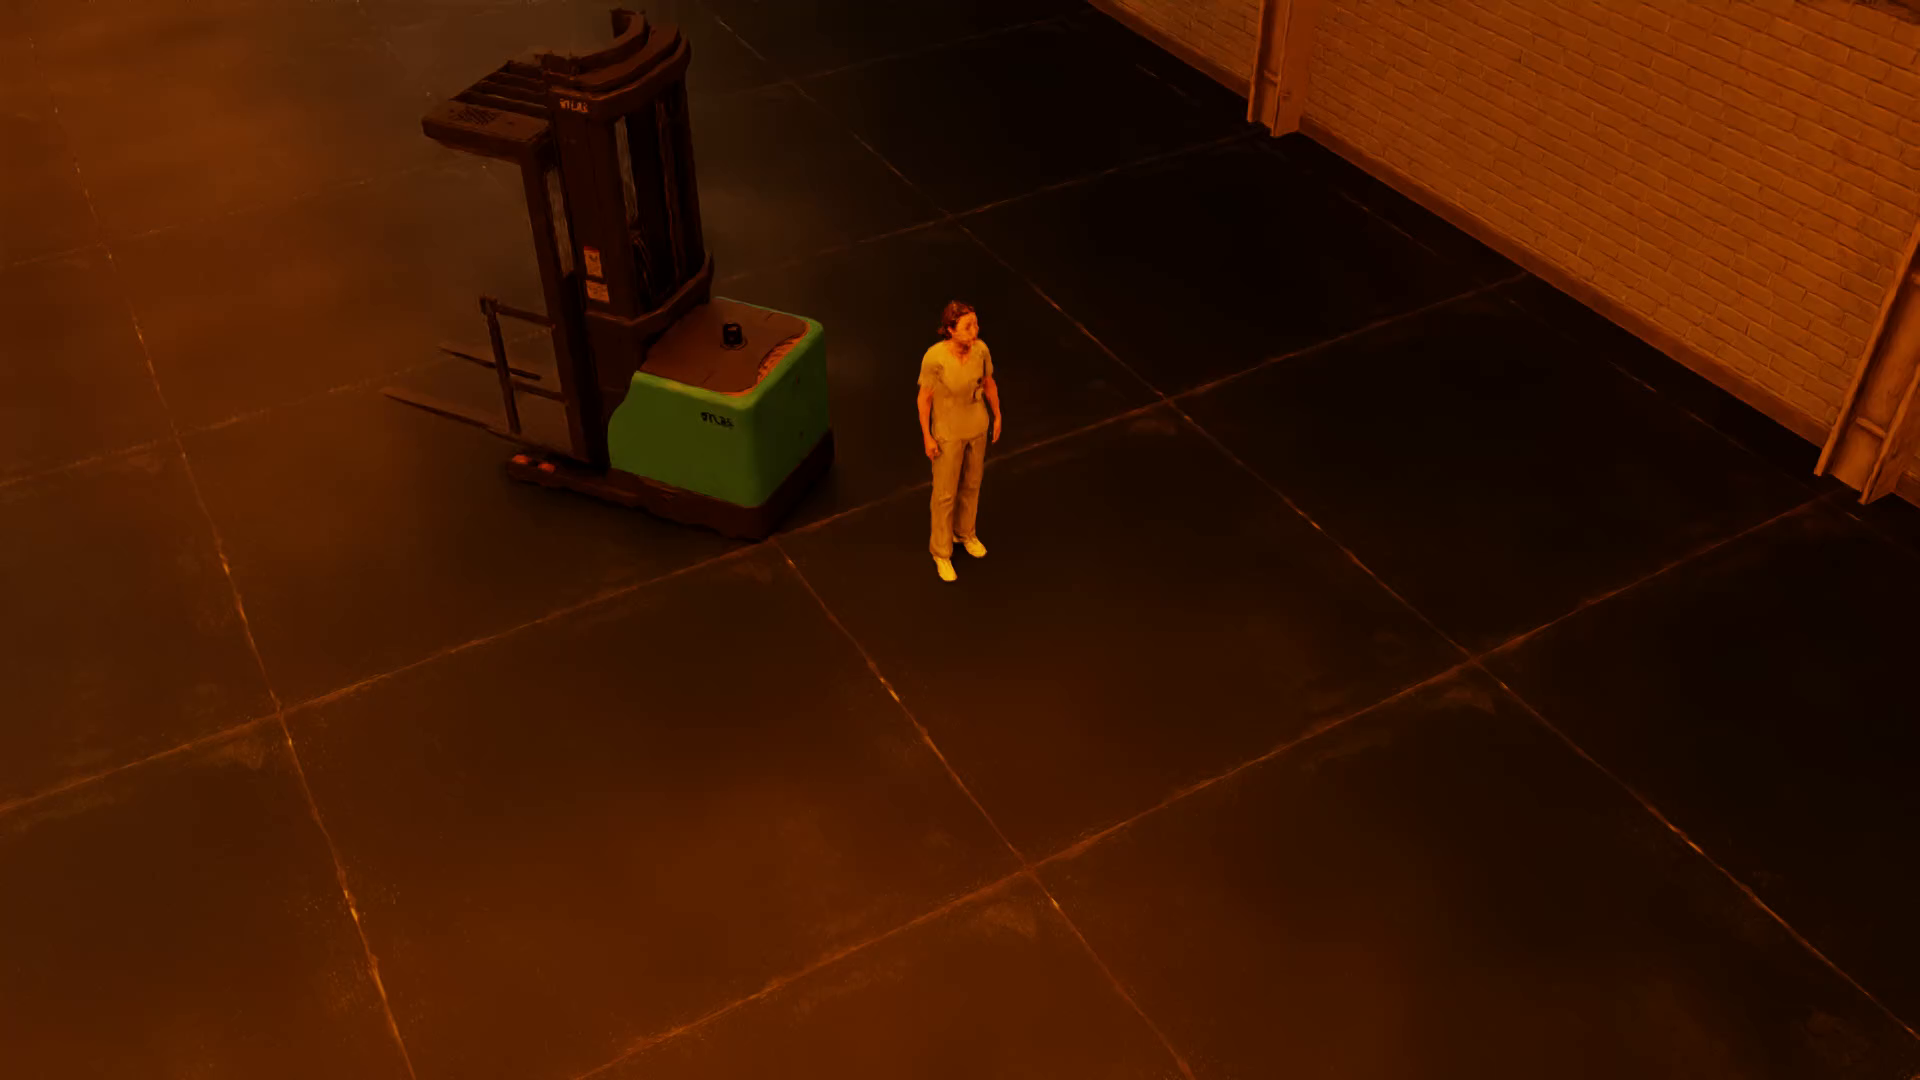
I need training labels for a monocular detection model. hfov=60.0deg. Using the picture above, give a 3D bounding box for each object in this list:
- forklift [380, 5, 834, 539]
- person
[{"bbox_3d":[-2.386,-1.760,10.158,3.031,2.935,1.130,16,42,18],"label":"forklift"},{"bbox_3d":[0.031,-0.585,9.743,0.550,1.635,0.526,-20,44,-23],"label":"person"}]
